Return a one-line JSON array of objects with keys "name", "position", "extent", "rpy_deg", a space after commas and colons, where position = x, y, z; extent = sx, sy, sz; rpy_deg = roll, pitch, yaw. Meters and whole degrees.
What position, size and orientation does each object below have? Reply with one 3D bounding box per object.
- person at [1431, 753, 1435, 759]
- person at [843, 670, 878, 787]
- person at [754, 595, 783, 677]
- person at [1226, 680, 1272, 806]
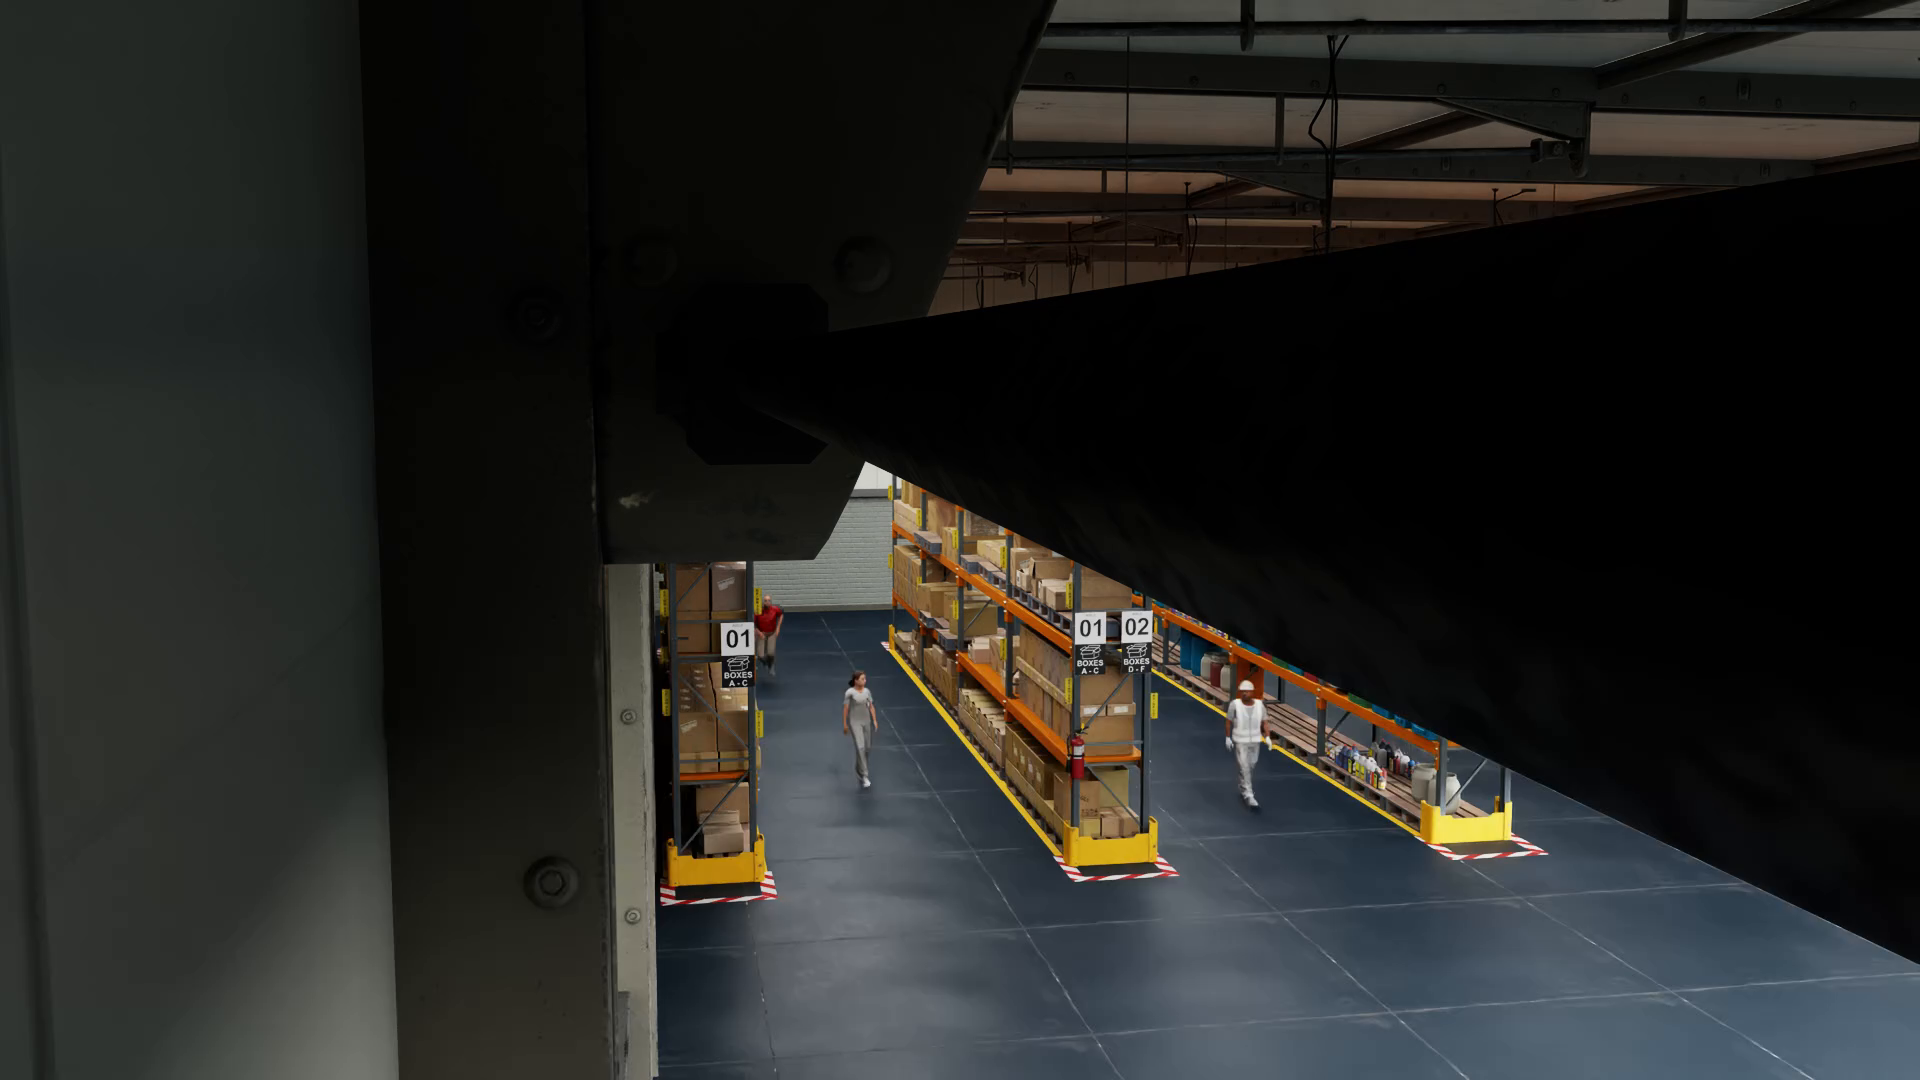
[{"name": "person", "position": [7.557, 2.695, 26.152], "extent": [0.556, 1.750, 0.474], "rpy_deg": [-2, 6, -16]}, {"name": "person", "position": [-1.441, 2.814, 25.040], "extent": [0.469, 1.662, 0.762], "rpy_deg": [-4, 8, -35]}, {"name": "person", "position": [-3.795, 1.879, 32.568], "extent": [0.638, 1.648, 0.740], "rpy_deg": [0, 6, -1]}, {"name": "person", "position": [4.139, 2.881, 23.668], "extent": [0.575, 1.738, 1.025], "rpy_deg": [-1, 6, -9]}]
